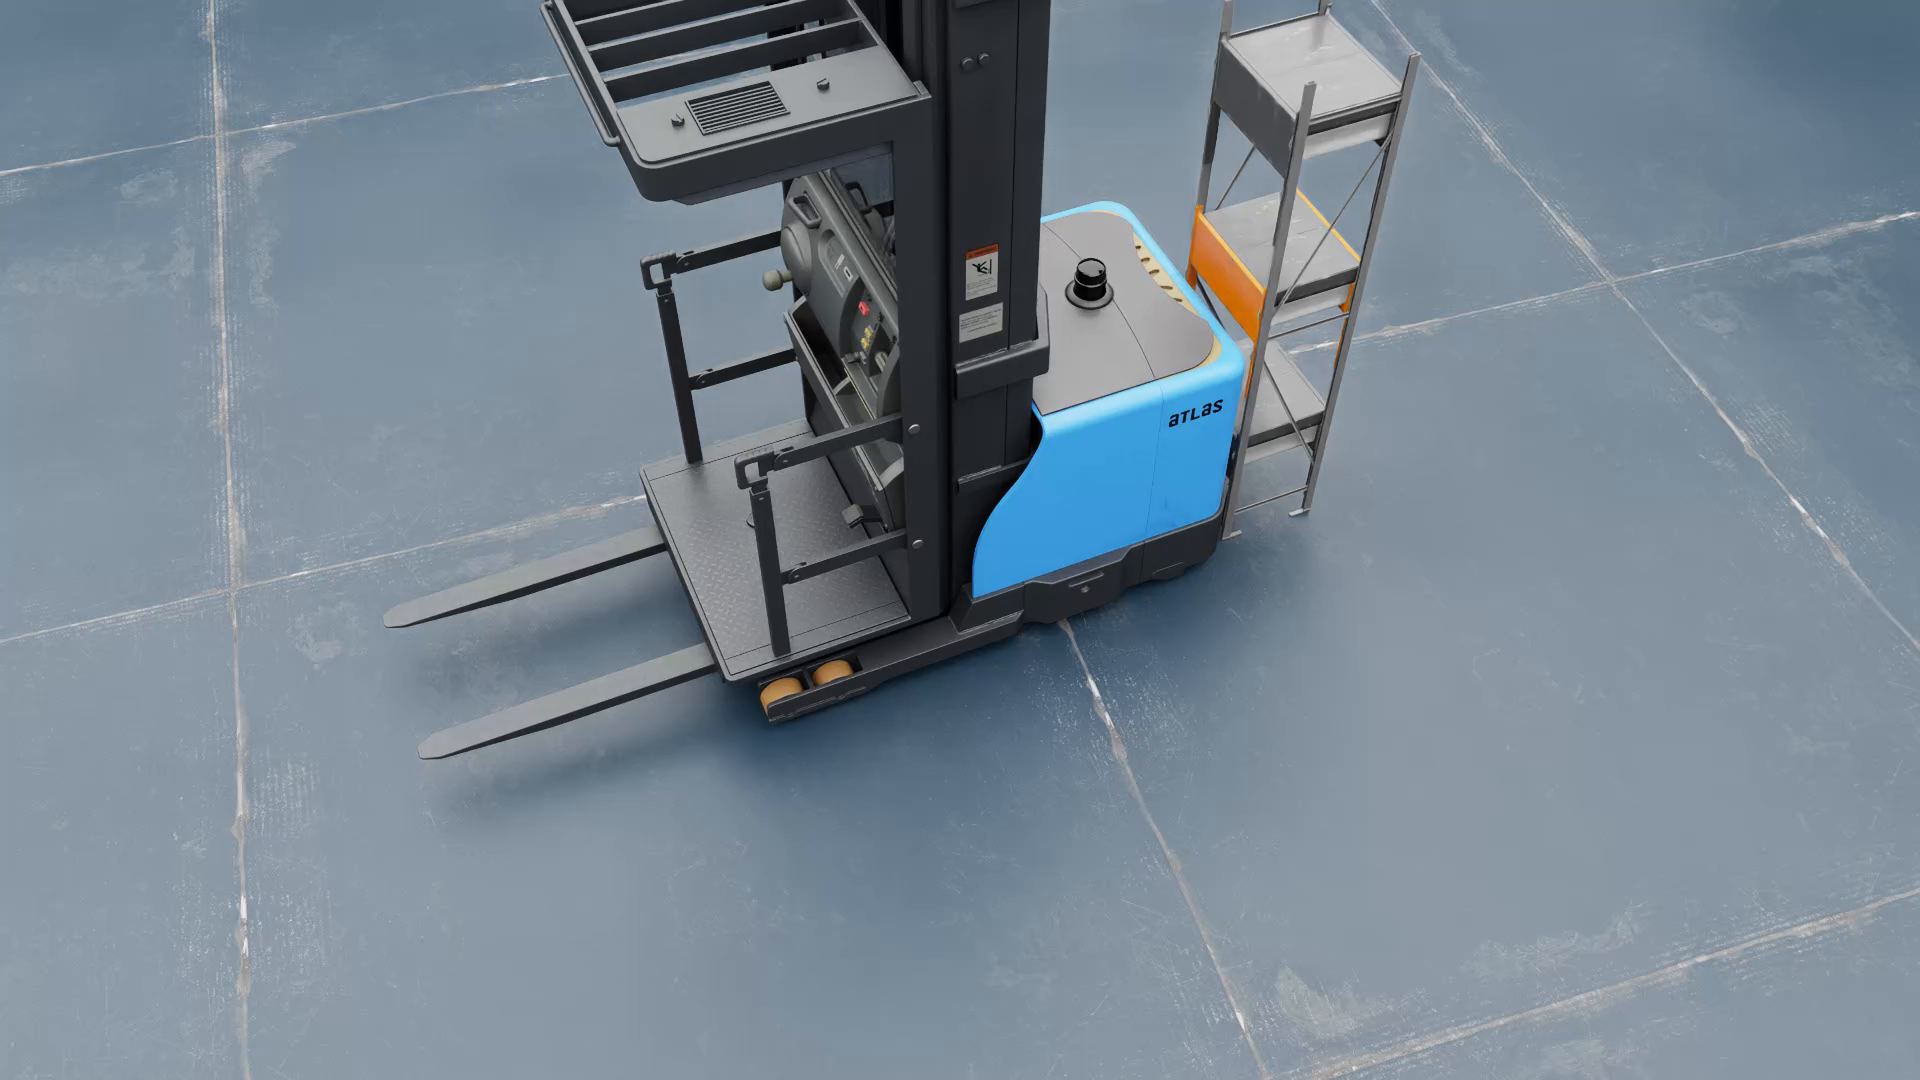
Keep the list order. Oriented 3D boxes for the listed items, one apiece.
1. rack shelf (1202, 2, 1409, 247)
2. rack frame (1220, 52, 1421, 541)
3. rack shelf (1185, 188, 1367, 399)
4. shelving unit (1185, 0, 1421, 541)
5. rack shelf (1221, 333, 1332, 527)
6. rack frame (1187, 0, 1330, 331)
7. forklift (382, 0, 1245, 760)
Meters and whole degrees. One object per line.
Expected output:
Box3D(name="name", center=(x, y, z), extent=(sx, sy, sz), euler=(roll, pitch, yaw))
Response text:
Box3D(name="rack shelf", center=(1.113, -1.351, 5.408), extent=(0.431, 0.518, 0.480), euler=(-18, 52, -15))
Box3D(name="rack frame", center=(1.210, -0.738, 5.788), extent=(0.400, 2.100, 0.015), euler=(-18, 52, -15))
Box3D(name="rack shelf", center=(1.113, -0.900, 5.943), extent=(0.431, 0.518, 0.480), euler=(-18, 52, -15))
Box3D(name="shelving unit", center=(1.113, -0.909, 5.933), extent=(0.431, 2.100, 0.503), euler=(-18, 52, -15))
Box3D(name="rack shelf", center=(1.113, -0.449, 6.478), extent=(0.431, 0.518, 0.480), euler=(-18, 52, -15))
Box3D(name="rack frame", center=(1.016, -1.080, 6.077), extent=(0.400, 2.100, 0.015), euler=(-18, 52, -15))
Box3D(name="forklift", center=(-0.571, -0.755, 5.259), extent=(3.031, 2.935, 1.130), euler=(-18, 52, -15))
